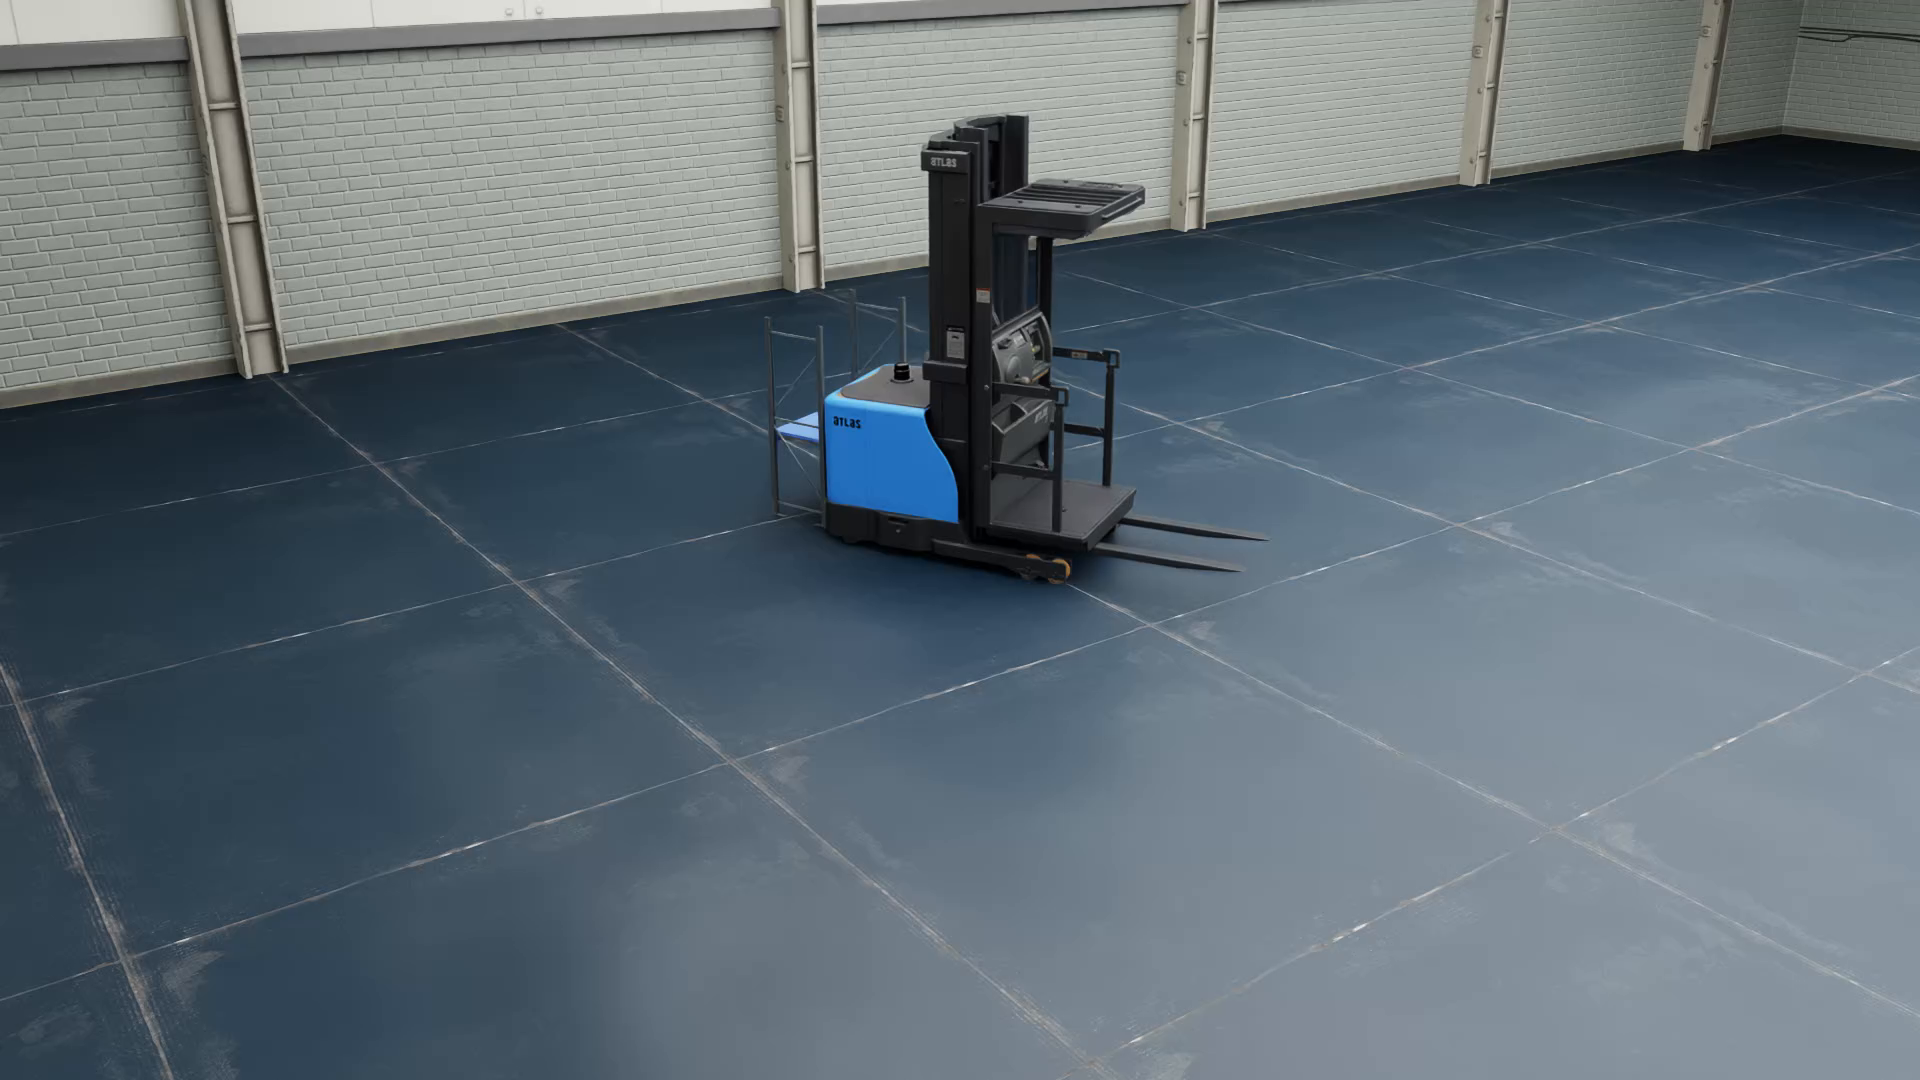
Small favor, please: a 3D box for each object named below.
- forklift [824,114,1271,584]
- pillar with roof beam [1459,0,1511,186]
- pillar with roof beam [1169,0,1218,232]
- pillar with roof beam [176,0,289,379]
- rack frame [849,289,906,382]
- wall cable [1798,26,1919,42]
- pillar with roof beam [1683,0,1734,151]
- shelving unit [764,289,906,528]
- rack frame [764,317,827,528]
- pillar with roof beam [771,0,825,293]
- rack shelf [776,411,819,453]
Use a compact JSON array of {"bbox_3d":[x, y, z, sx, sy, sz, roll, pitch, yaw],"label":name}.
[{"bbox_3d":[0.606,-1.292,11.179,3.031,2.935,1.130,10,24,23],"label":"forklift"},{"bbox_3d":[10.452,-8.391,20.784,0.400,9.000,9.100,-15,26,-33],"label":"pillar with roof beam"},{"bbox_3d":[5.581,-7.093,17.529,0.400,9.000,9.100,-15,26,-33],"label":"pillar with roof beam"},{"bbox_3d":[-4.160,-4.495,11.020,0.400,9.000,9.100,-15,26,-33],"label":"pillar with roof beam"},{"bbox_3d":[-0.624,-1.156,12.770,0.500,1.500,0.032,13,25,30],"label":"rack frame"},{"bbox_3d":[15.972,-9.783,28.461,0.112,2.526,3.097,-15,26,-33],"label":"wall cable"},{"bbox_3d":[15.322,-9.690,24.038,0.400,9.000,9.100,-15,26,-33],"label":"pillar with roof beam"},{"bbox_3d":[-0.899,-0.998,12.373,0.538,1.500,1.048,13,25,30],"label":"shelving unit"},{"bbox_3d":[-1.175,-0.839,11.976,0.500,1.500,0.032,13,25,30],"label":"rack frame"},{"bbox_3d":[0.711,-5.794,14.275,0.400,9.000,9.100,-15,26,-33],"label":"pillar with roof beam"},{"bbox_3d":[-0.899,-0.831,12.440,0.538,0.185,1.000,13,25,30],"label":"rack shelf"}]
